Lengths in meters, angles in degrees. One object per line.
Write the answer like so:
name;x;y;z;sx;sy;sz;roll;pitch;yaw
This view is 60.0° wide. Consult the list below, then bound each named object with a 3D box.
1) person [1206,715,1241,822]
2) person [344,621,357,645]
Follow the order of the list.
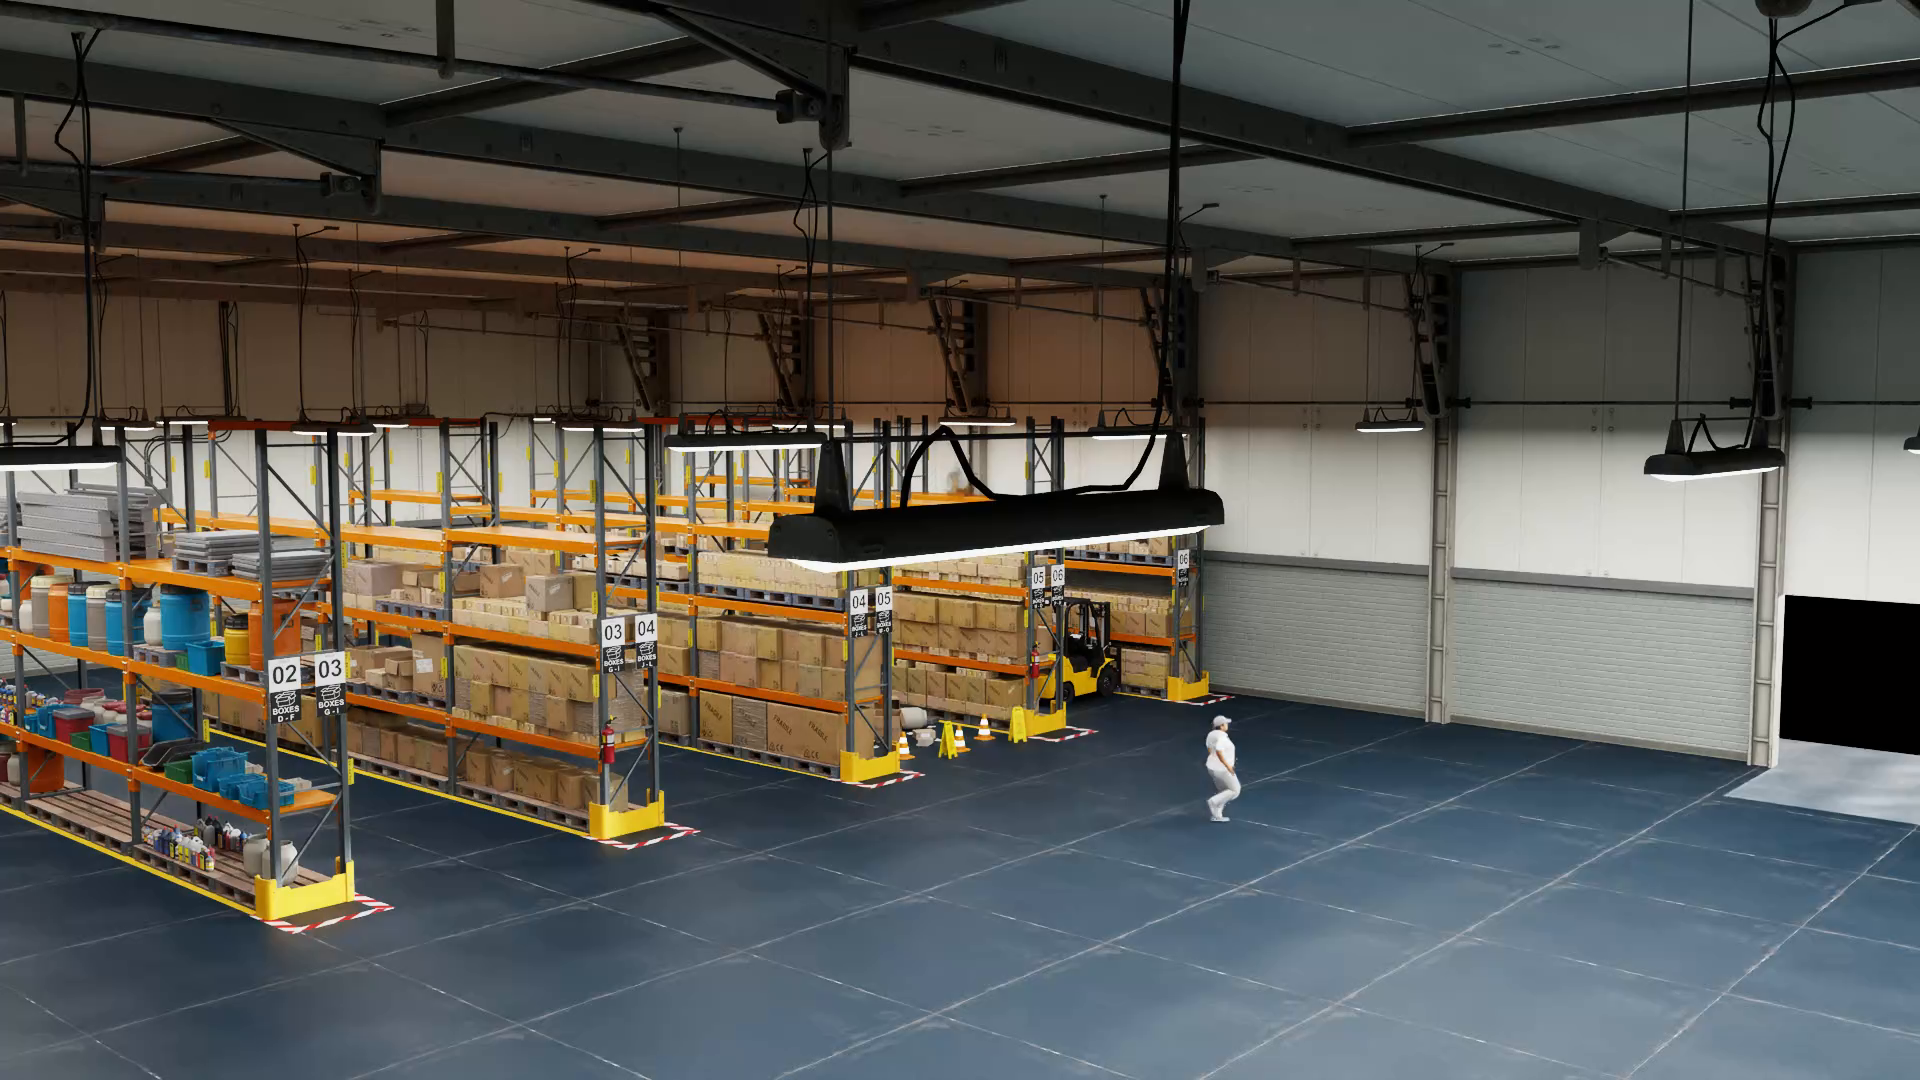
person;3.936;3.454;25.044;0.549;1.610;0.608;-1;5;-17
person;-13.460;2.552;36.160;0.629;1.656;0.836;-4;6;-38
